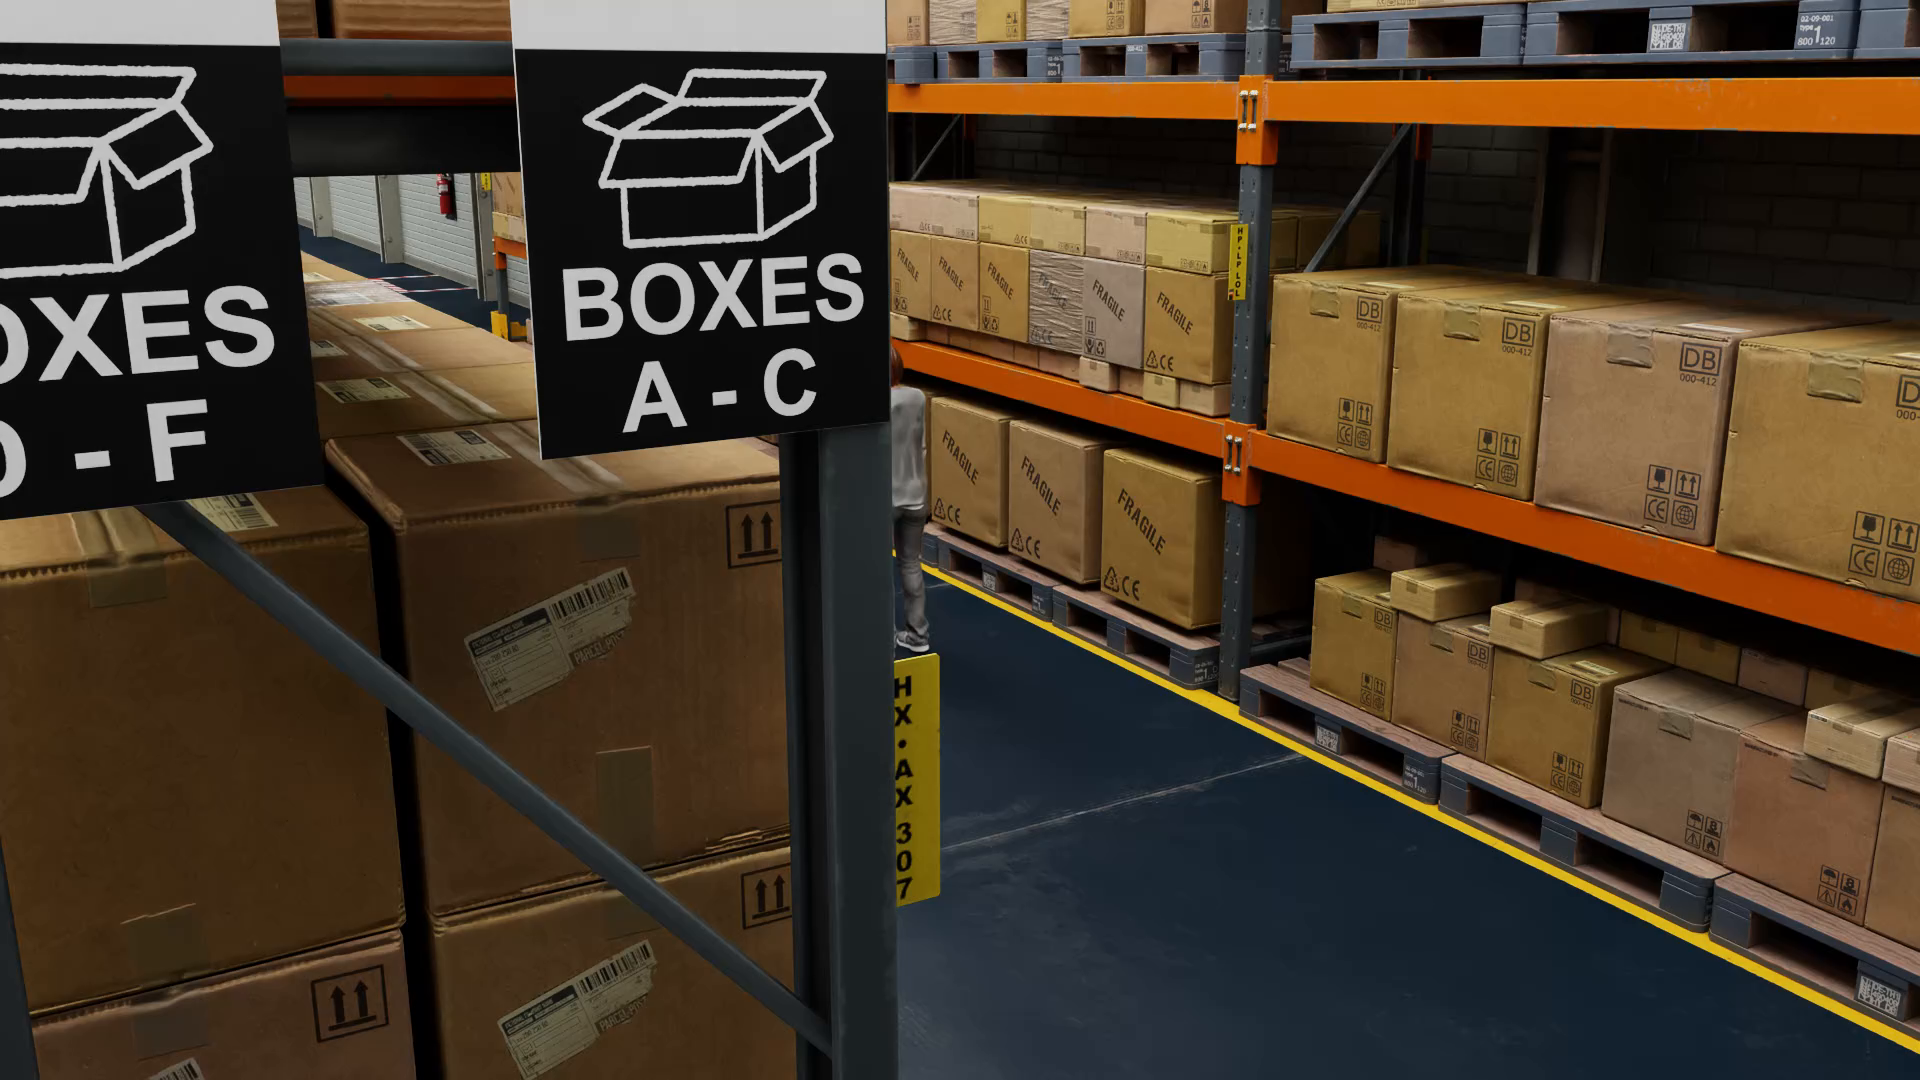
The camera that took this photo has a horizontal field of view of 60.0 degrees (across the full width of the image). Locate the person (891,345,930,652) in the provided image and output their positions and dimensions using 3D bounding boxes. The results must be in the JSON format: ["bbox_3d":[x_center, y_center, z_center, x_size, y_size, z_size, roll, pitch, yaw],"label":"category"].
[{"bbox_3d":[-0.355,-0.174,8.267,0.417,1.562,0.341,-8,17,-27],"label":"person"}]
